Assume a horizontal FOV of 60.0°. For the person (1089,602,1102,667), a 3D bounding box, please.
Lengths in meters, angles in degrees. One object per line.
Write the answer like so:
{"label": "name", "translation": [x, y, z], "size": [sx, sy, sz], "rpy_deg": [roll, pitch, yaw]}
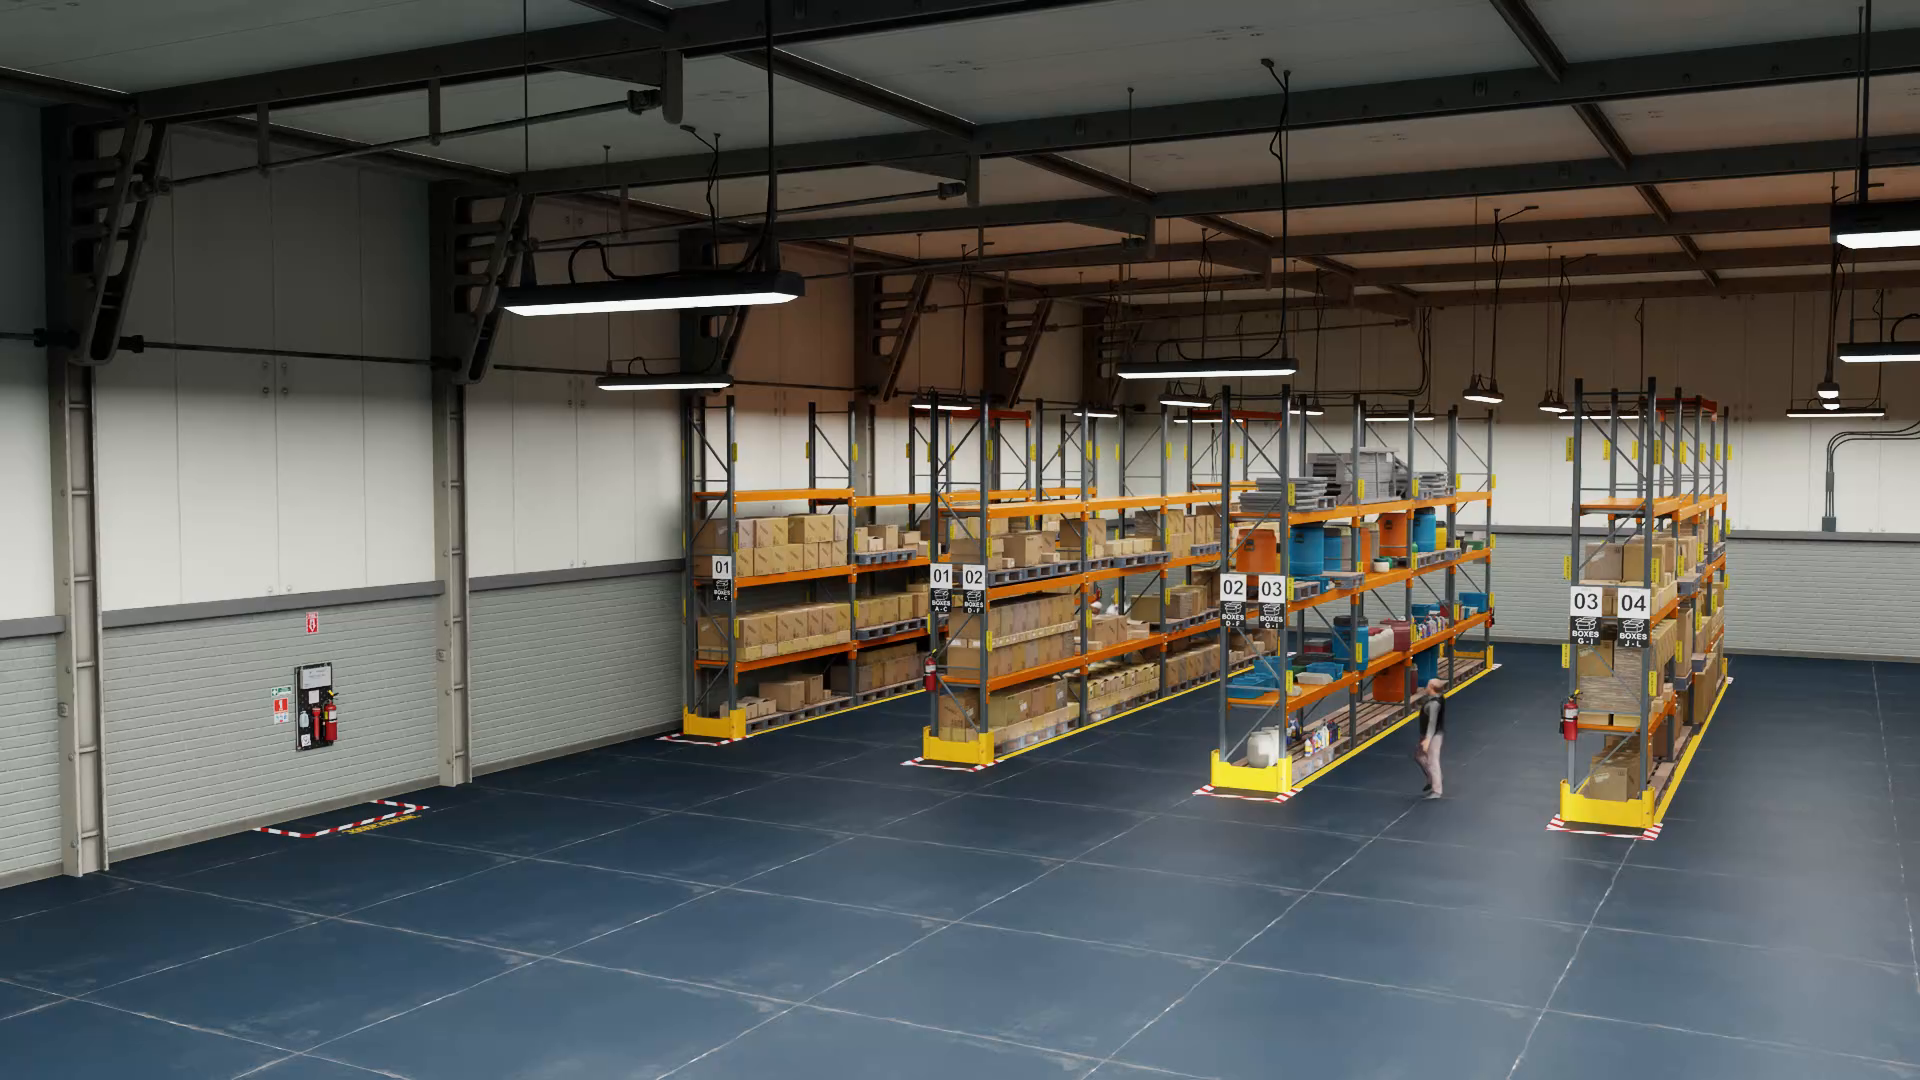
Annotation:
{"label": "person", "translation": [2.900, 2.226, 36.290], "size": [1.107, 1.751, 0.596], "rpy_deg": [-3, 4, -43]}

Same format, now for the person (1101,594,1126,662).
{"label": "person", "translation": [3.704, 2.102, 39.811], "size": [0.475, 1.592, 0.953], "rpy_deg": [1, 3, 23]}

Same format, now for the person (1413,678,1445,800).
{"label": "person", "translation": [6.825, 2.859, 24.127], "size": [0.410, 1.720, 0.640], "rpy_deg": [0, 3, 7]}
